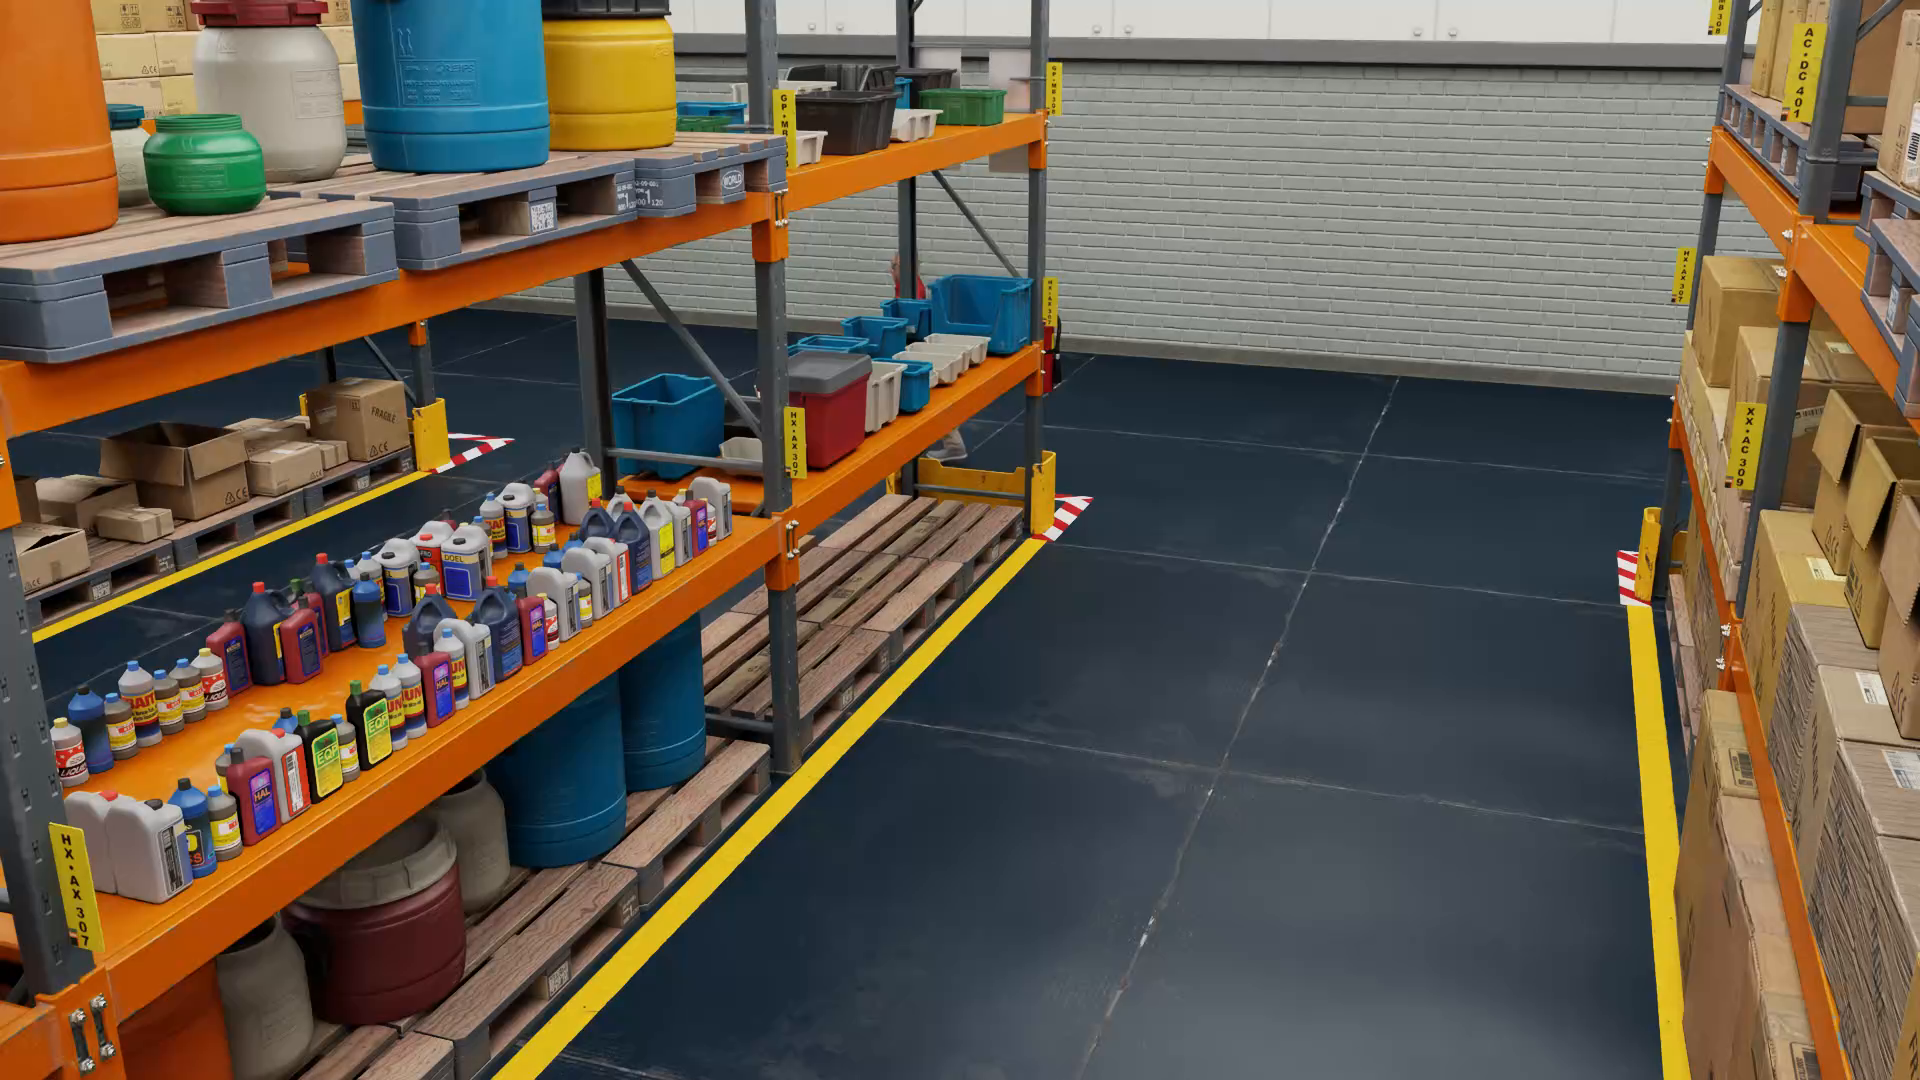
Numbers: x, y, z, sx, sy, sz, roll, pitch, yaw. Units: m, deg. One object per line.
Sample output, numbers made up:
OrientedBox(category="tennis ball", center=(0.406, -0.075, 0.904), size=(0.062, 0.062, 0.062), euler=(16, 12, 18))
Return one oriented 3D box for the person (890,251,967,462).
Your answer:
OrientedBox(category="person", center=(-0.475, -1.393, 12.721), size=(1.052, 1.665, 0.558), euler=(2, 19, 5))
